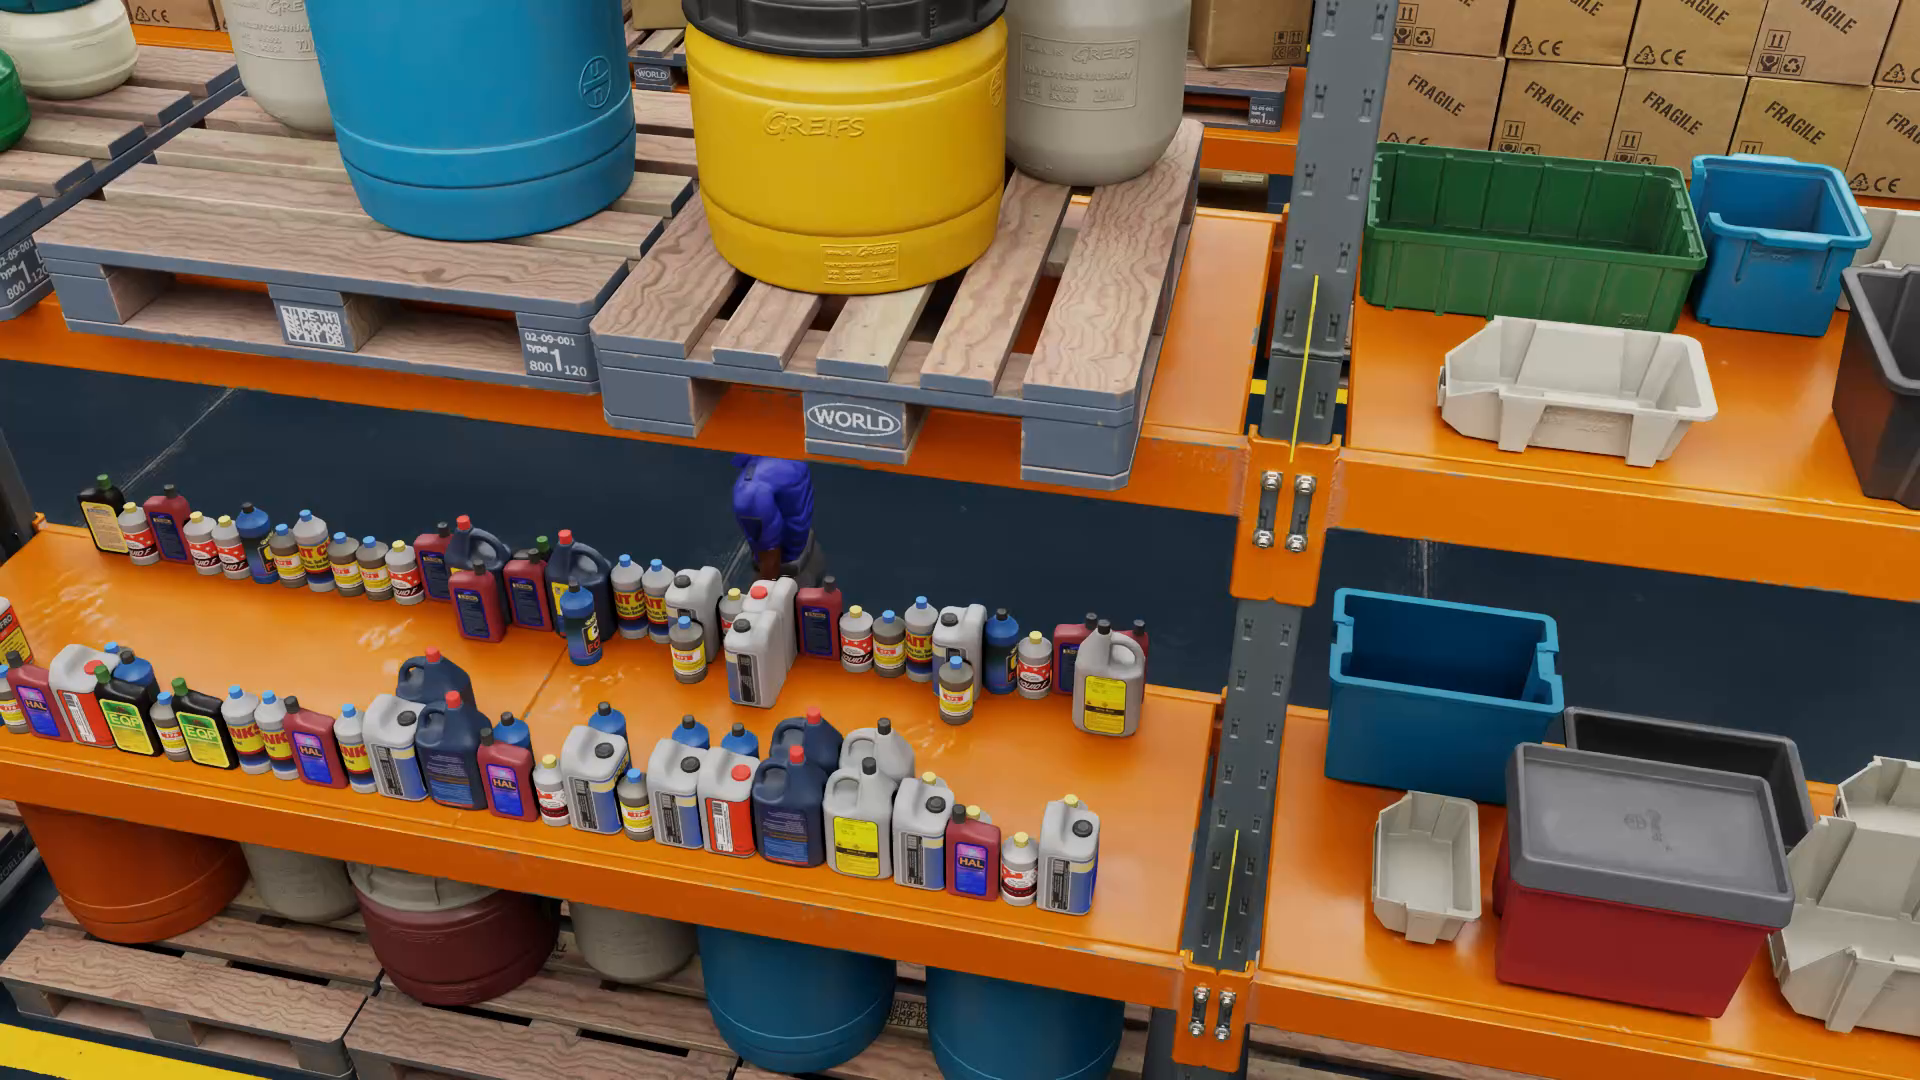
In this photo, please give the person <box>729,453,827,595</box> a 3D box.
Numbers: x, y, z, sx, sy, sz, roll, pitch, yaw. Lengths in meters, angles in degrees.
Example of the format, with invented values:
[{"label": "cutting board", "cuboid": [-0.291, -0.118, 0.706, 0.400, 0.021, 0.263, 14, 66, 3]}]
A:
[{"label": "person", "cuboid": [-0.694, 0.133, 5.976, 0.405, 1.653, 0.518, 5, 37, 7]}]
